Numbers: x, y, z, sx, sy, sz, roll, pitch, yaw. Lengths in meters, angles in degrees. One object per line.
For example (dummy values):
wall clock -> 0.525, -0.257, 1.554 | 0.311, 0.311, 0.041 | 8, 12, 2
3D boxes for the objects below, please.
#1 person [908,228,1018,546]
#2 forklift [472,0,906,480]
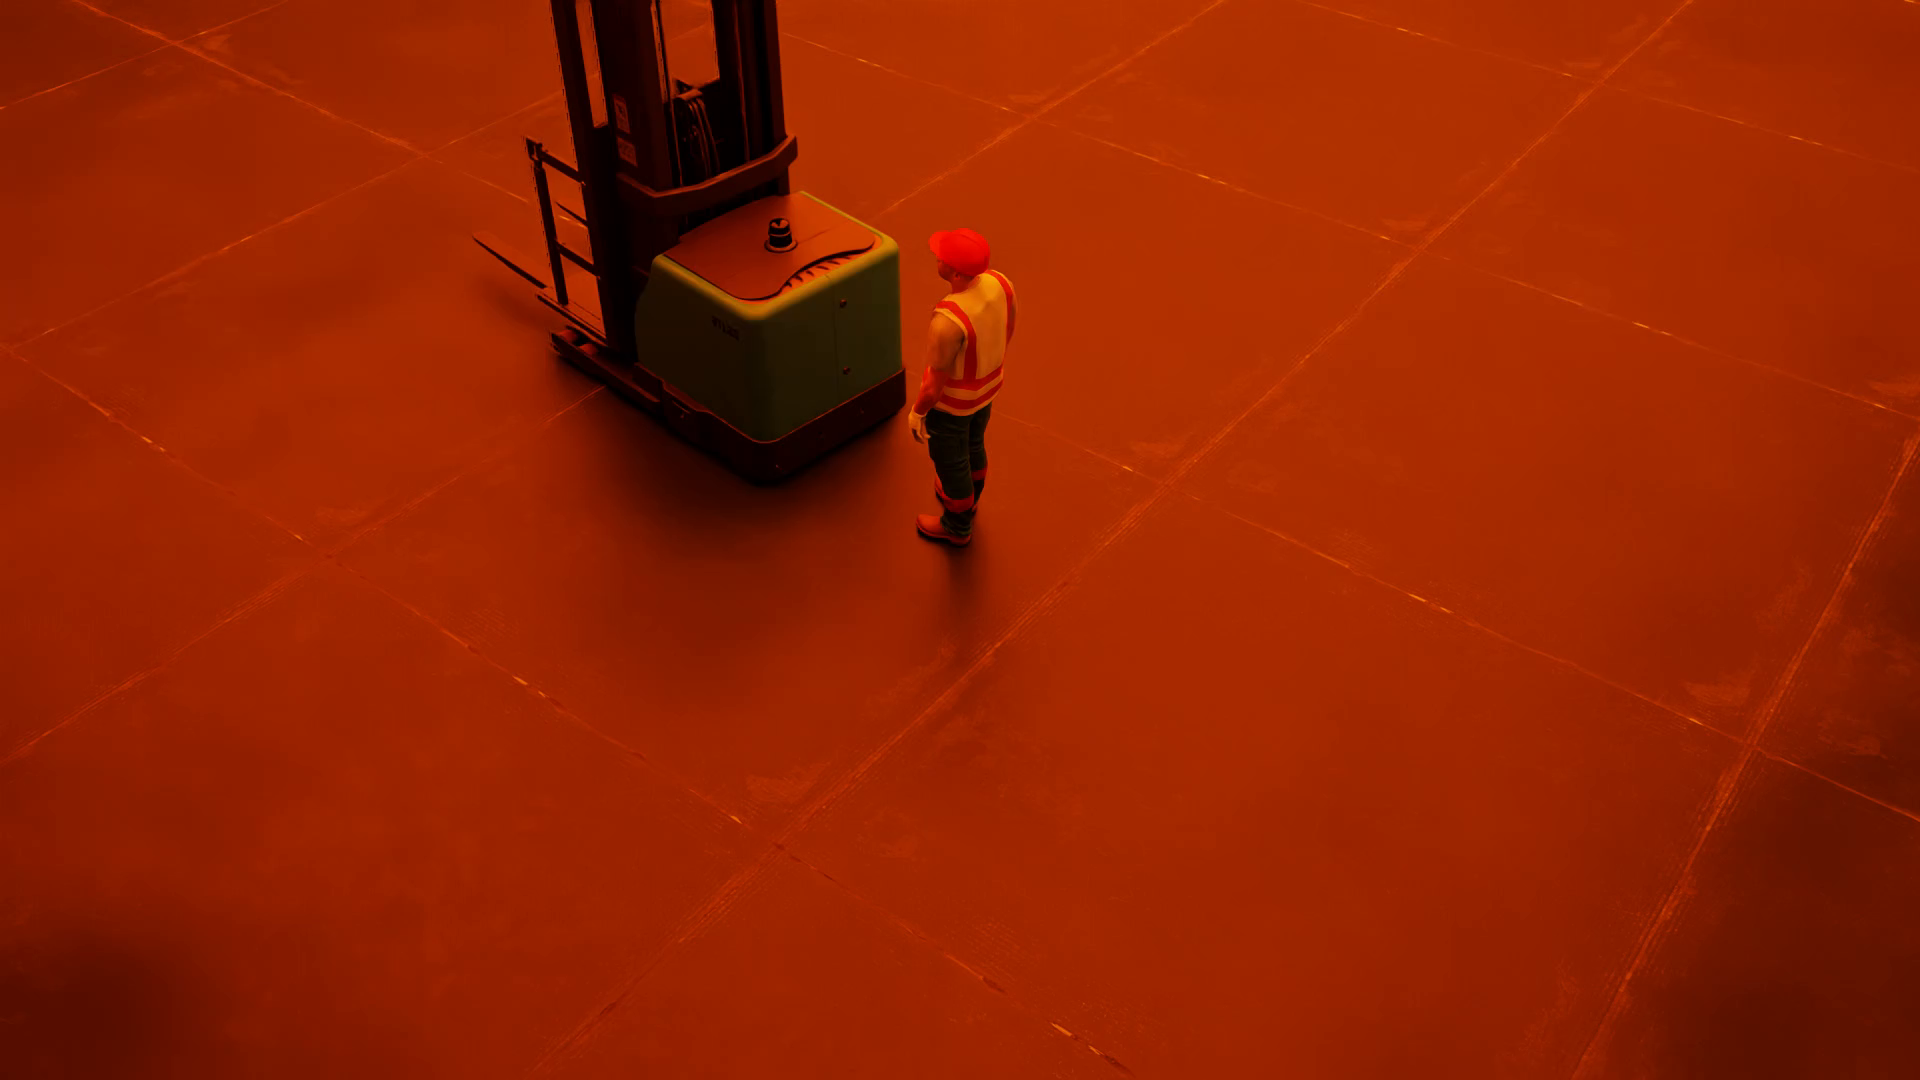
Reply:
person -> -0.057, -0.724, 7.793 | 0.562, 1.790, 0.637 | 26, 47, 28
forklift -> -1.690, -2.277, 8.745 | 1.130, 2.935, 3.031 | -33, 50, -32
